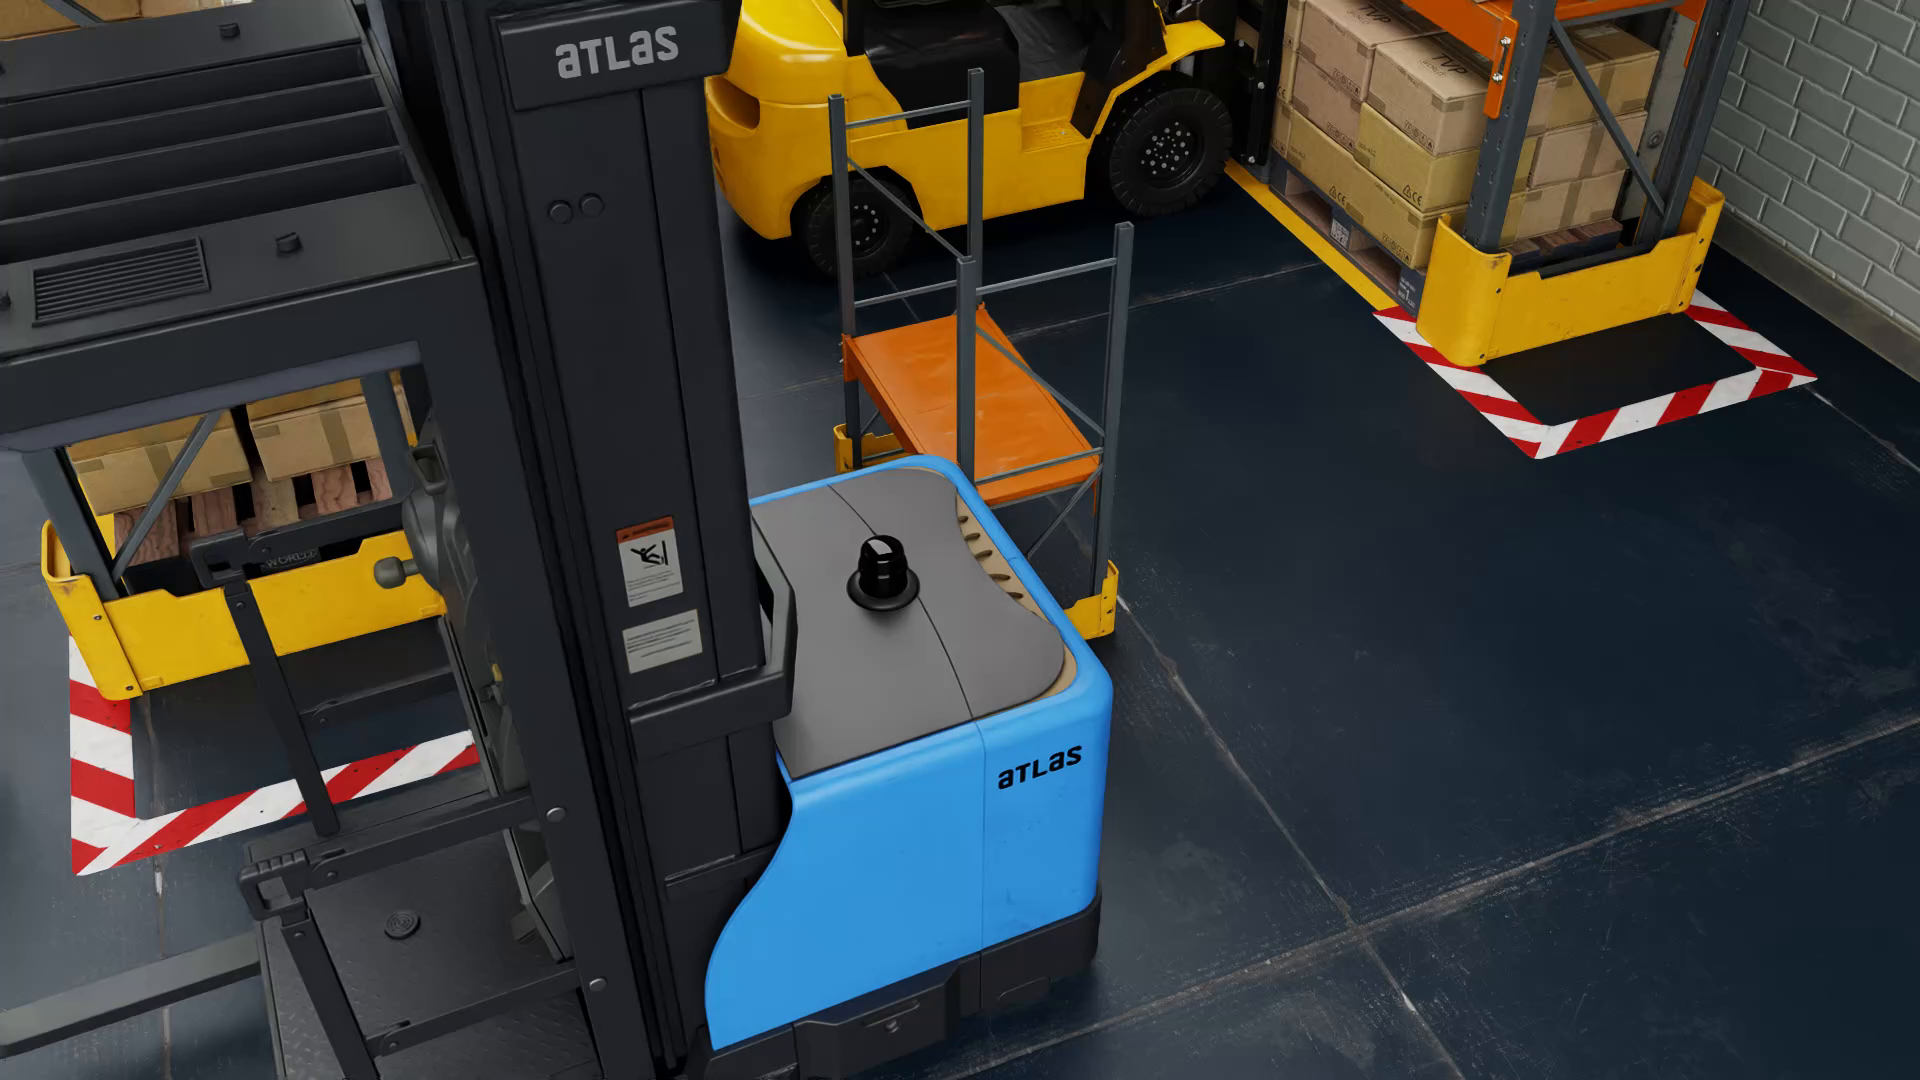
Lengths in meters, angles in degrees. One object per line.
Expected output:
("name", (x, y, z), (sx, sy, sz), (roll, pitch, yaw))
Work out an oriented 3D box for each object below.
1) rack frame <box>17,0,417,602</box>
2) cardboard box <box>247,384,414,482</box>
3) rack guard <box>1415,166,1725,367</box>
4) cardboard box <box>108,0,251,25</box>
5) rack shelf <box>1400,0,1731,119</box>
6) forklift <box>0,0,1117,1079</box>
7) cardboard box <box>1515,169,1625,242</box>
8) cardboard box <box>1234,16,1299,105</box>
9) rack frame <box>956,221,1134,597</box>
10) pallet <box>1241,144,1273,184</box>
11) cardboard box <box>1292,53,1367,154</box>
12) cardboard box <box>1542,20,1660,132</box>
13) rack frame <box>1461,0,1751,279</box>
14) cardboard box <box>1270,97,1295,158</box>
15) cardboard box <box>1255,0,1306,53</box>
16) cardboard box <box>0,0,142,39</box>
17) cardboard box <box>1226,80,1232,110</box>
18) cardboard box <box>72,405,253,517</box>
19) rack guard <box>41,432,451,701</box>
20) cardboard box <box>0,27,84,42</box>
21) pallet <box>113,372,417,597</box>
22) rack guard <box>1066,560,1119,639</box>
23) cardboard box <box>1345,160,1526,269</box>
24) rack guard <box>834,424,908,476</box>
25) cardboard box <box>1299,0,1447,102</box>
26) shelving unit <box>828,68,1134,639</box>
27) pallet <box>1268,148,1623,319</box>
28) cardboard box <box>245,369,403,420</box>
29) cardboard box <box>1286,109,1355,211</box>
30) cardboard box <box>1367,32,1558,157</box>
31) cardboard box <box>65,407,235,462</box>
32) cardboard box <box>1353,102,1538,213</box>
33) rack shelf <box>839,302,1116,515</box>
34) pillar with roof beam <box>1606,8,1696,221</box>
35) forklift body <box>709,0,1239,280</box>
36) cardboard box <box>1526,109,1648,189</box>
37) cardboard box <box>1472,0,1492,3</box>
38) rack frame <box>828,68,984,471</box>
("rack frame", (-2.161, -0.828, 4.412), (1.000, 3.000, 0.127), (-15, 43, -17))
("cardboard box", (-2.214, -0.500, 5.817), (0.500, 0.250, 0.500), (-15, 43, -17))
("rack guard", (2.433, -1.106, 6.653), (1.175, 0.500, 0.348), (-15, 43, -17))
("cardboard box", (-2.086, -1.333, 4.695), (0.500, 0.500, 0.500), (-16, 43, -18))
("rack shelf", (1.658, -3.001, 7.491), (1.077, 0.370, 4.000), (-15, 43, -17))
("forklift", (-1.191, 0.133, 3.347), (3.031, 2.935, 1.130), (-16, 43, -18))
("cardboard box", (2.416, -1.530, 7.015), (0.500, 0.250, 0.500), (-15, 43, -17))
("cardboard box", (1.550, -2.201, 7.412), (0.500, 0.250, 0.500), (-16, 43, -18))
("rack frame", (0.227, -0.211, 4.845), (0.500, 1.500, 0.032), (-15, 43, -17))
("pallet", (1.629, -2.195, 8.141), (1.003, 0.211, 1.213), (-15, 43, -17))
("cardboard box", (1.767, -1.895, 7.056), (0.500, 0.250, 0.500), (-16, 43, -17))
("cardboard box", (2.415, -1.901, 6.680), (0.500, 0.250, 0.500), (-16, 43, -18))
("rack frame", (2.424, -2.069, 5.855), (1.000, 3.000, 0.127), (-15, 43, -17))
("cardboard box", (1.587, -1.995, 7.556), (0.500, 0.250, 0.500), (-15, 43, -16))
("cardboard box", (1.556, -2.372, 7.227), (0.500, 0.250, 0.500), (-15, 43, -16))
("cardboard box", (-2.558, -1.611, 4.251), (0.700, 0.500, 0.500), (-16, 43, -18))
("cardboard box", (1.368, -2.302, 7.914), (0.500, 0.250, 0.500), (-14, 43, -16))
("cardboard box", (-2.728, -0.379, 5.677), (0.500, 0.250, 0.500), (-15, 43, -17))
("rack guard", (-2.190, 0.074, 5.281), (1.175, 0.500, 0.348), (-15, 43, -17))
("cardboard box", (-2.623, -1.237, 4.583), (0.500, 0.500, 0.500), (-16, 43, -18))
("pallet", (-2.468, -0.315, 5.954), (1.003, 0.211, 1.213), (-15, 43, -17))
("rack guard", (0.220, 0.251, 5.266), (0.587, 0.250, 0.087), (-15, 43, -17))
("cardboard box", (1.952, -1.390, 6.852), (0.500, 0.250, 0.500), (-15, 43, -17))
("rack guard", (-0.161, -0.349, 5.964), (0.587, 0.250, 0.087), (-15, 43, -17))
("cardboard box", (1.758, -2.070, 6.877), (0.500, 0.250, 0.500), (-14, 43, -16))
("shelving unit", (0.029, -0.523, 5.208), (0.587, 1.500, 1.083), (-15, 43, -17))
("pallet", (2.092, -1.462, 7.288), (1.003, 0.211, 1.213), (-15, 43, -17))
("cardboard box", (-2.224, -0.798, 5.589), (0.500, 0.500, 0.500), (-16, 43, -18))
("cardboard box", (1.770, -1.692, 7.203), (0.500, 0.250, 0.500), (-15, 43, -17))
("cardboard box", (1.959, -1.764, 6.521), (0.500, 0.250, 0.500), (-14, 43, -15))
("cardboard box", (-2.708, -0.647, 5.413), (0.500, 0.500, 0.500), (-15, 43, -17))
("cardboard box", (1.949, -1.590, 6.702), (0.500, 0.250, 0.500), (-16, 43, -17))
("rack shelf", (0.033, -0.381, 5.319), (0.538, 0.185, 1.000), (-15, 43, -17))
("pillar with roof beam", (-0.988, -3.914, 3.399), (9.100, 9.000, 0.400), (-15, 43, -17))
("forklift body", (0.012, -2.434, 6.931), (2.313, 2.155, 1.214), (-15, 43, -17))
("cardboard box", (2.436, -1.710, 6.841), (0.500, 0.250, 0.500), (-14, 43, -16))
("cardboard box", (1.993, -2.338, 6.091), (0.500, 0.500, 0.500), (-16, 43, -18))
("rack frame", (-0.162, -0.823, 5.557), (0.500, 1.500, 0.032), (-15, 43, -17))
